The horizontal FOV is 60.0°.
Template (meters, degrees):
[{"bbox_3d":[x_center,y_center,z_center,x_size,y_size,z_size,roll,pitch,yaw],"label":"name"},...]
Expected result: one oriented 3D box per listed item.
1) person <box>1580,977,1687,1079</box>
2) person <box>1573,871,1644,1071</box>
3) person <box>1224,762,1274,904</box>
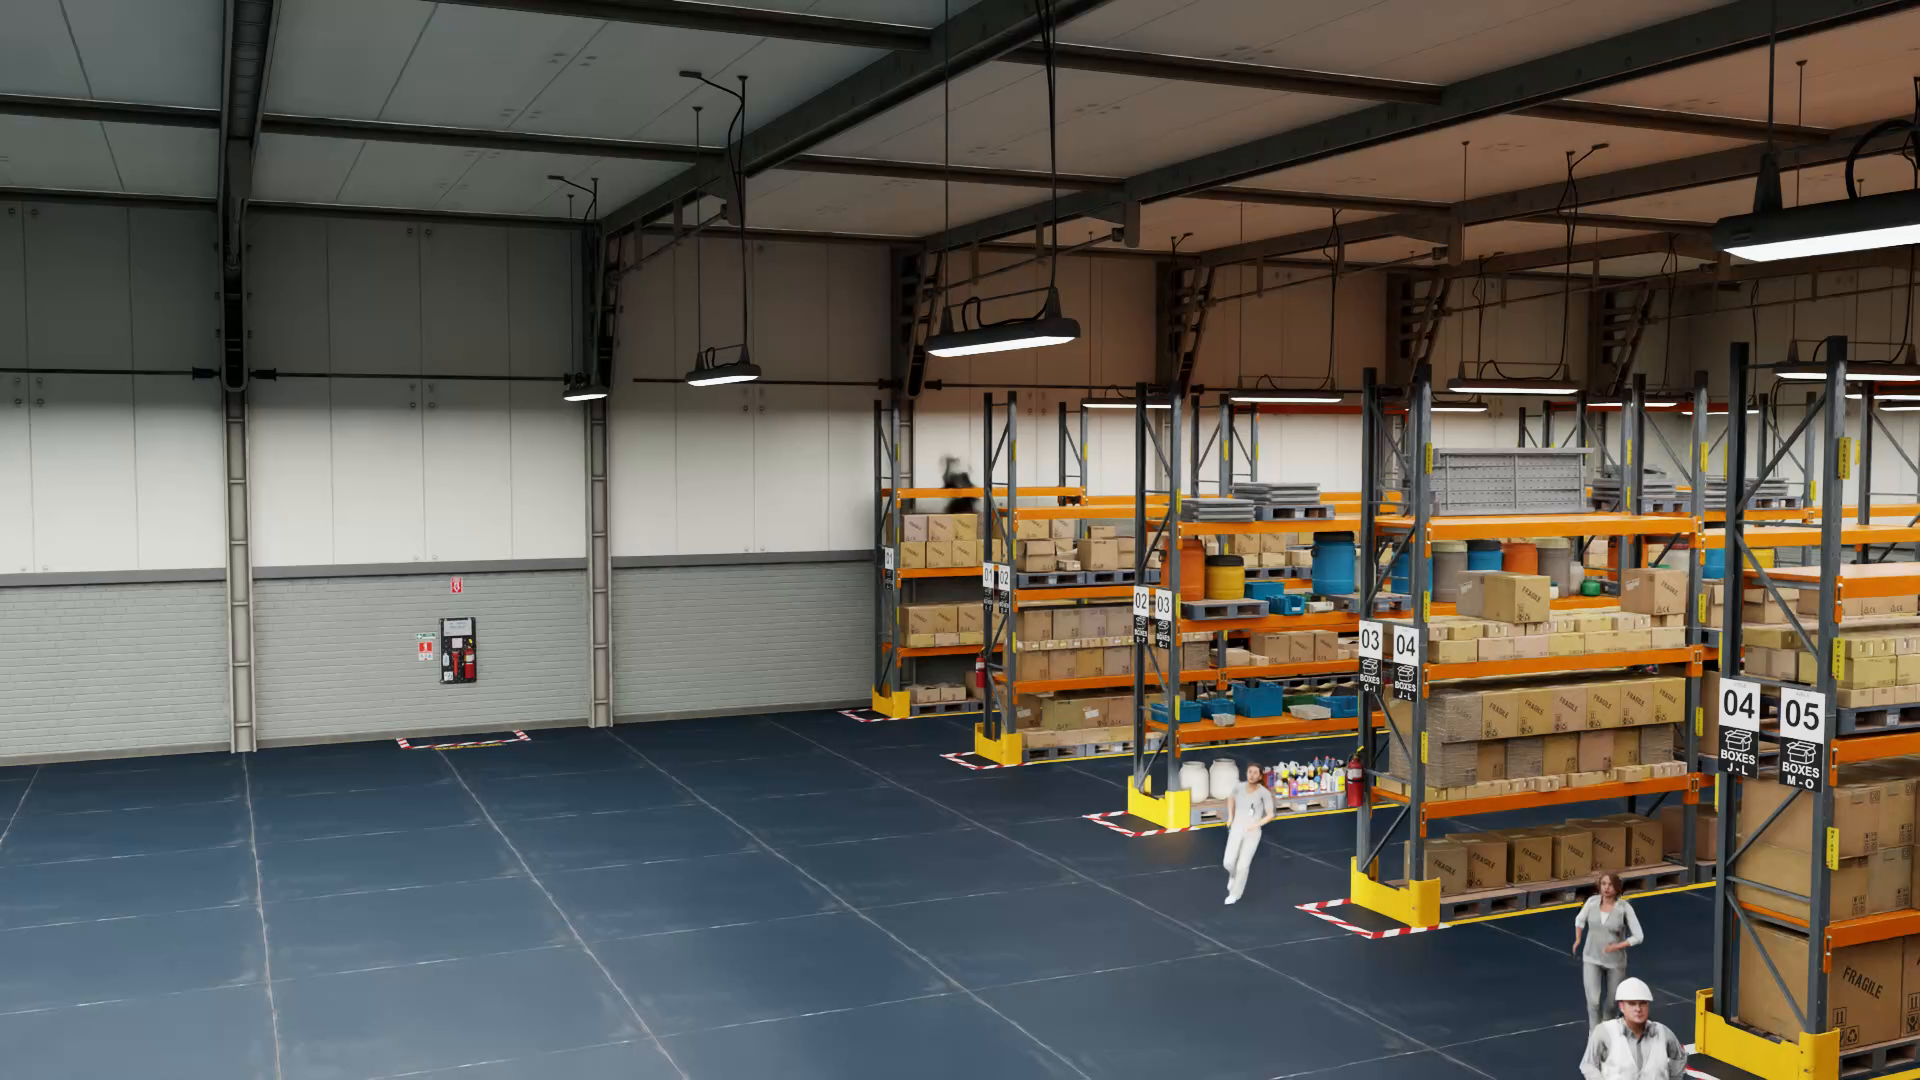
[{"bbox_3d":[4.291,3.671,10.589,0.656,1.764,0.677,1,4,18],"label":"person"},{"bbox_3d":[5.440,3.571,13.966,0.551,1.600,0.772,2,4,26],"label":"person"},{"bbox_3d":[3.233,3.283,18.610,0.569,1.627,0.530,2,4,25],"label":"person"}]
